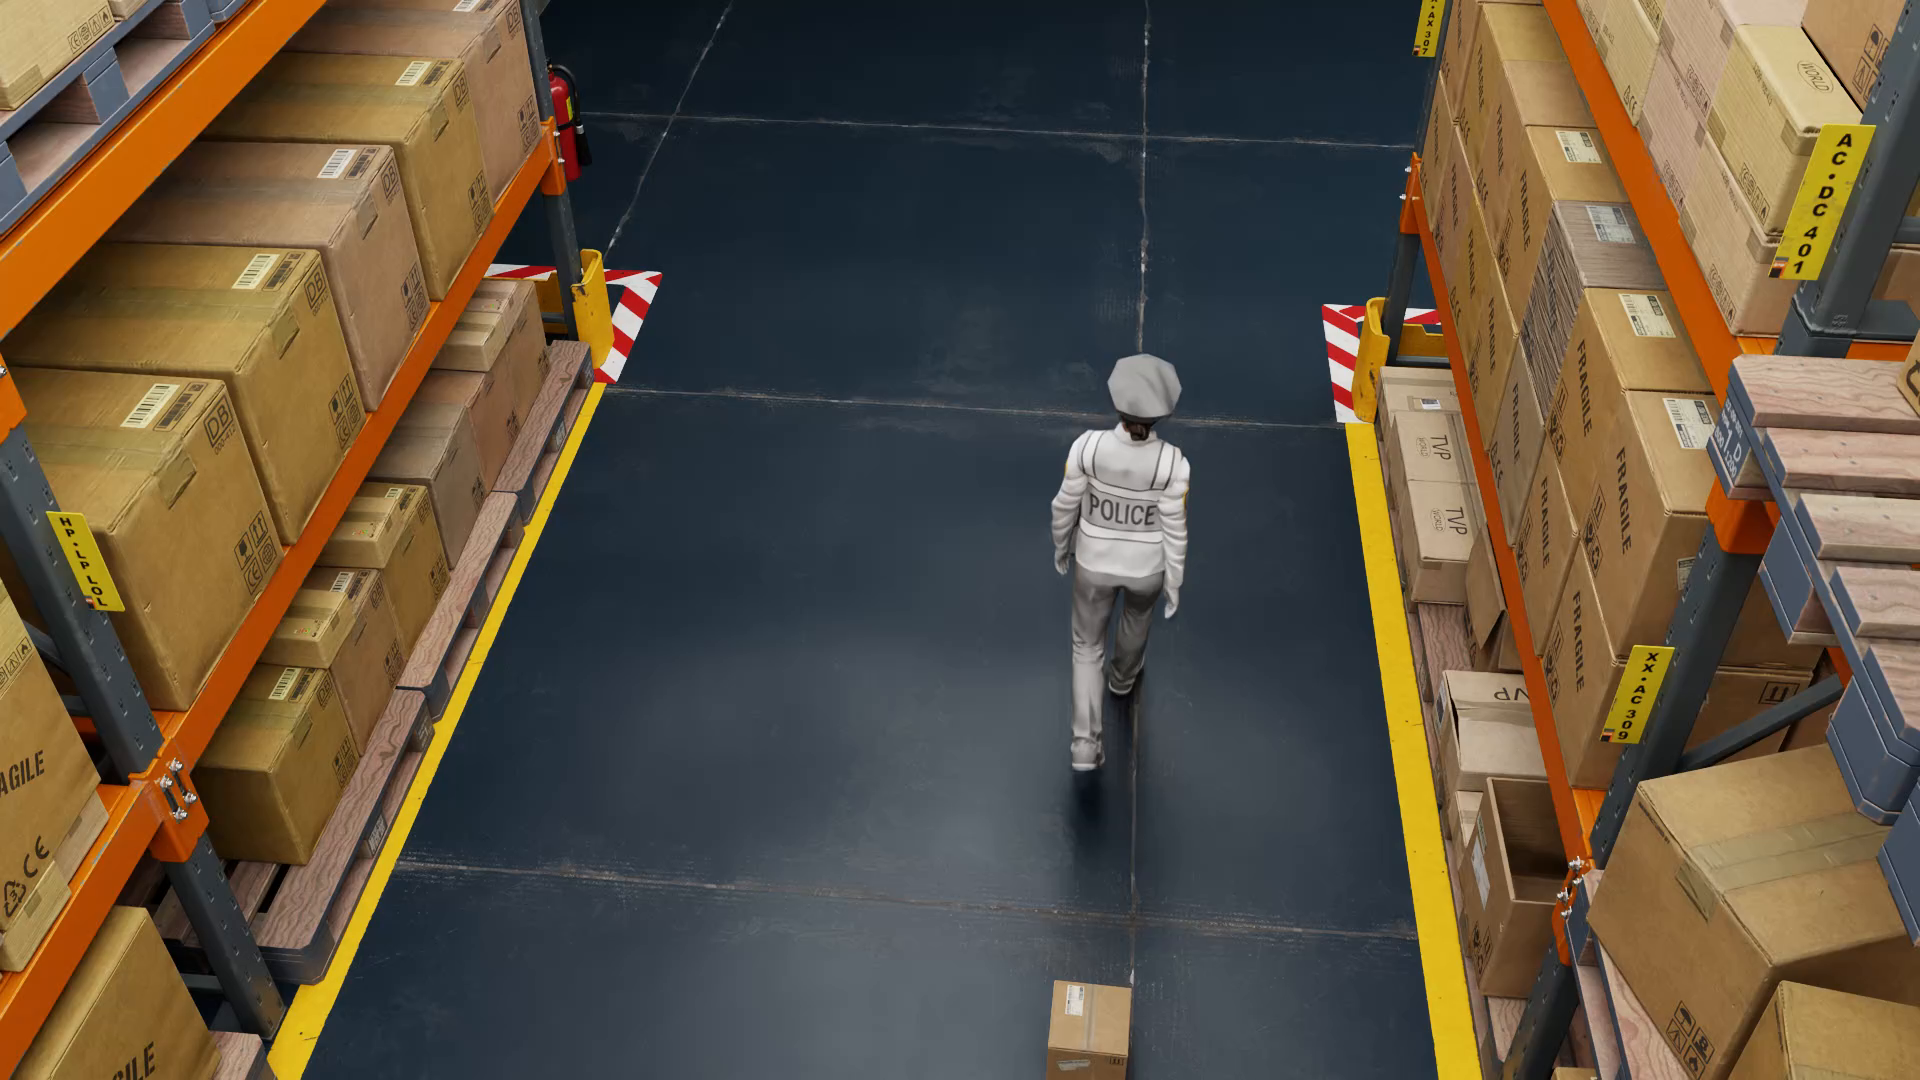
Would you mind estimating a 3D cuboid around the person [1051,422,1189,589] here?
[{"bbox_3d":[0.571,-0.153,5.885,0.495,0.623,0.342,6,41,7],"label":"person"}]
